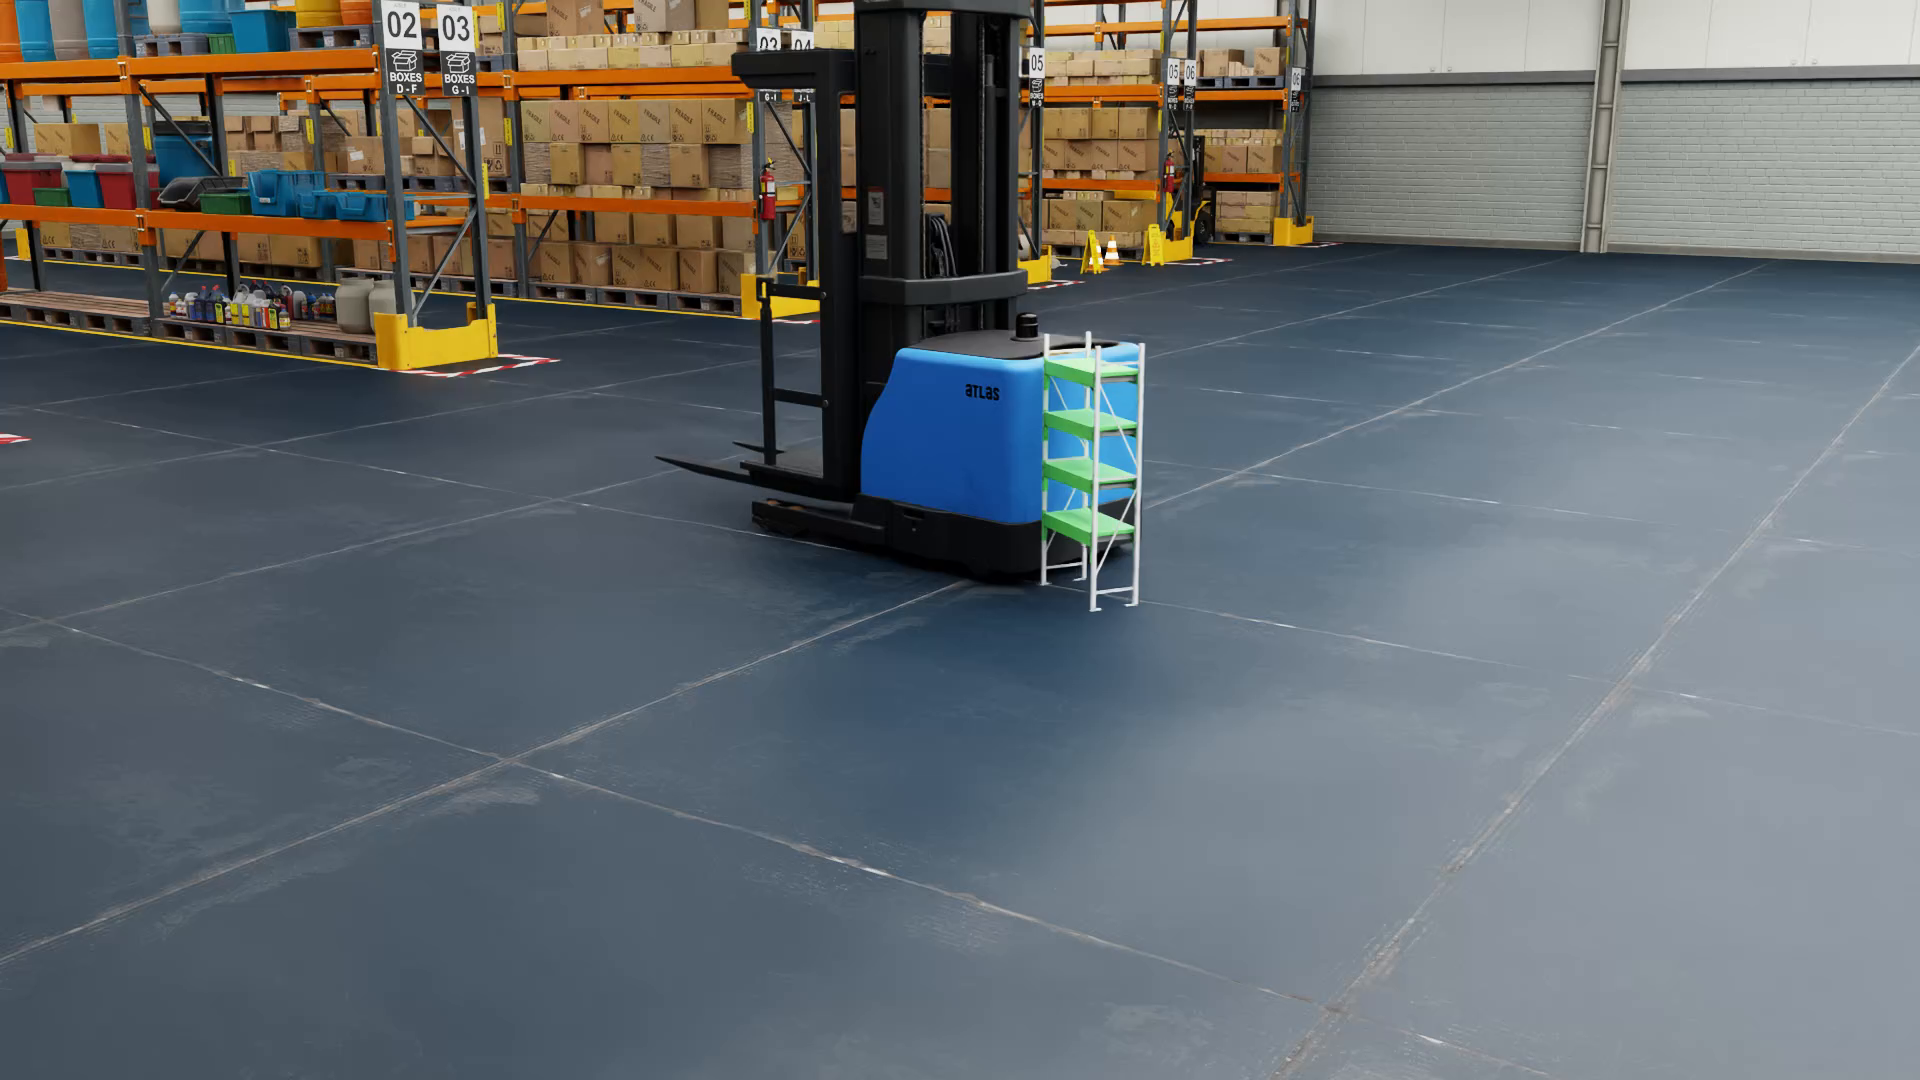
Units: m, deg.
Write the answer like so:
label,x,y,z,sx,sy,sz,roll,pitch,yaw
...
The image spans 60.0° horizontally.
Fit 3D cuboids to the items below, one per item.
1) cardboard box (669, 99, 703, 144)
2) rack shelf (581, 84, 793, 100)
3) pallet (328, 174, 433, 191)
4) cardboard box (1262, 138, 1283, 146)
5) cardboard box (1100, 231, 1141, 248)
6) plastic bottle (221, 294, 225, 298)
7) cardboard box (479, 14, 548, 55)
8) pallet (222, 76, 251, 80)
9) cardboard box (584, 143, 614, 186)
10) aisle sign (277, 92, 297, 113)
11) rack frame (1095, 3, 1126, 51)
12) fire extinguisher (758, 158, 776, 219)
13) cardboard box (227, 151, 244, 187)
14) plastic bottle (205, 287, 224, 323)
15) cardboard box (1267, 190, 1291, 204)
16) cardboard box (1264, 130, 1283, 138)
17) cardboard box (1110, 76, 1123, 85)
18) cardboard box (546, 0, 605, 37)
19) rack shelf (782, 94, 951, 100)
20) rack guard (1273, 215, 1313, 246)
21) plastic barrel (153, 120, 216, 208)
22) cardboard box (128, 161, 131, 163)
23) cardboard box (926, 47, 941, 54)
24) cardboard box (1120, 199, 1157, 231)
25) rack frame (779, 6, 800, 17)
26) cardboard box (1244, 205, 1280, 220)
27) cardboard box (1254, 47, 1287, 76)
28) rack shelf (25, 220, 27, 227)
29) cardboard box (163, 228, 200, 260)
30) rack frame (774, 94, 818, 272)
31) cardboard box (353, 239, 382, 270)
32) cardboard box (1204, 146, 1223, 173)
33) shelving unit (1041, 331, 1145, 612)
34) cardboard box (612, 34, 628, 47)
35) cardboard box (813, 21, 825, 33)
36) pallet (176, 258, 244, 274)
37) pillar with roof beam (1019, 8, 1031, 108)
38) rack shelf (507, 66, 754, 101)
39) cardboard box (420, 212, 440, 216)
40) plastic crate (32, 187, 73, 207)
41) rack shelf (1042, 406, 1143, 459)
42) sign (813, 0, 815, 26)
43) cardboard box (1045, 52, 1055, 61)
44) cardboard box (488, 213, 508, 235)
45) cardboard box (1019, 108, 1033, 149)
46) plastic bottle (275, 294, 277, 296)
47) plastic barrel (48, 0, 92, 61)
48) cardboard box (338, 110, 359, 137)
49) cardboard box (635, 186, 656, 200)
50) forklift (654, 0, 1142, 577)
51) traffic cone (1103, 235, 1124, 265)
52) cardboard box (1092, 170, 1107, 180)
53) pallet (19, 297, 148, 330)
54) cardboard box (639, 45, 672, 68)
label,x,y,z,sx,sy,sz,roll,pitch,yaw
cardboard box,-3.026,-4.877,19.375,0.500,0.500,0.500,9,17,33
rack shelf,-4.140,-6.995,26.094,4.000,0.370,1.077,9,17,33
pallet,-8.001,-5.014,23.234,1.003,0.211,1.213,9,17,33
cardboard box,5.840,-7.429,31.032,0.250,0.149,0.380,9,17,34
cardboard box,2.677,-5.011,27.674,0.500,0.250,0.500,9,17,33
plastic bottle,-7.471,-2.360,16.877,0.097,0.271,0.097,0,14,0
cardboard box,-5.667,-6.438,21.256,0.637,0.503,0.797,8,16,30
pallet,-10.145,-6.771,24.083,1.213,0.211,1.003,10,17,35
cardboard box,-4.127,-4.644,20.514,0.500,0.500,0.875,9,17,33
aisle sign,-12.666,-8.441,31.271,0.004,0.787,0.394,9,17,33
rack frame,2.965,-10.523,32.606,0.127,3.000,1.000,9,17,33
fire extinguisher,-2.176,-3.964,18.754,0.183,0.674,0.296,9,17,33
cardboard box,-10.464,-5.452,24.397,0.500,0.500,0.500,10,17,34
plastic bottle,-7.502,-2.369,16.747,0.185,0.351,0.144,8,16,30
cardboard box,5.991,-6.531,31.732,0.500,0.250,0.500,9,16,32
cardboard box,5.870,-7.588,31.058,0.250,0.149,0.380,9,17,33
cardboard box,2.639,-7.480,27.077,0.250,0.149,0.380,10,17,34
cardboard box,-4.817,-6.527,20.838,0.500,0.500,0.500,9,16,31
rack shelf,-1.461,-7.996,30.136,4.000,0.370,1.077,9,17,33
rack guard,6.304,-5.858,31.447,0.348,0.500,1.175,9,17,33
plastic barrel,-8.248,-4.013,17.748,0.708,0.901,0.600,9,17,33
cardboard box,-12.484,-5.796,25.689,0.500,0.250,0.500,9,16,32
cardboard box,-0.258,-6.750,23.045,0.250,0.149,0.380,9,17,33
cardboard box,2.982,-5.484,28.022,0.500,0.500,0.500,9,16,31
rack frame,-3.121,-10.069,30.773,0.127,3.000,1.000,9,17,33
cardboard box,5.706,-6.189,31.391,0.500,0.250,0.500,9,16,32
cardboard box,5.781,-8.842,30.768,0.500,0.500,0.500,10,17,35
rack shelf,-13.075,-4.113,20.692,4.000,0.370,1.077,9,17,33
cardboard box,-11.428,-4.808,25.553,0.875,0.875,1.225,9,17,33
rack frame,-2.480,-5.620,25.285,0.127,3.000,1.000,9,17,33
cardboard box,-8.084,-4.096,23.412,0.500,0.500,0.700,8,16,30
cardboard box,4.879,-7.277,31.769,0.500,0.500,0.500,9,16,32
shelving unit,0.600,-0.325,7.640,0.258,1.200,0.503,-6,15,-24
cardboard box,-3.899,-5.922,19.742,0.250,0.149,0.380,10,17,34
cardboard box,-1.946,-7.409,24.051,0.250,0.149,0.380,9,17,32
pallet,-11.288,-4.276,25.656,1.213,0.211,1.003,9,17,33
pillar with roof beam,-1.171,-10.206,31.325,0.400,9.000,9.100,9,17,33
rack shelf,-3.673,-5.484,19.987,4.000,0.370,1.077,9,17,33
cardboard box,-9.559,-5.798,29.823,0.250,0.149,0.380,10,17,34
plastic crate,-9.699,-3.732,18.097,0.662,0.188,0.450,9,17,33
rack shelf,0.600,-0.496,7.598,0.258,0.148,0.480,-6,15,-24
sign,-1.711,-6.097,19.149,0.005,0.325,0.100,9,17,33
cardboard box,1.614,-8.043,27.691,0.250,0.149,0.380,10,17,34
cardboard box,-7.771,-5.393,28.697,0.500,0.500,0.500,10,17,34
cardboard box,0.552,-5.738,23.202,0.550,0.550,0.875,9,17,33
plastic bottle,-7.084,-2.484,17.353,0.133,0.283,0.061,11,17,37
plastic barrel,-9.183,-5.469,17.389,0.600,0.901,0.600,0,14,0
cardboard box,-10.947,-7.586,30.320,0.500,0.500,0.500,9,16,31
cardboard box,-3.668,-4.164,19.924,0.250,0.149,0.380,9,17,33
forklift,-0.492,-1.523,8.875,3.031,2.935,1.130,12,19,41
traffic cone,2.441,-4.653,26.658,0.334,0.463,0.336,9,17,33
cardboard box,2.384,-6.049,27.539,0.250,0.149,0.380,10,17,34
pallet,-9.787,-2.565,18.745,1.213,0.211,1.003,9,17,33
cardboard box,-3.392,-5.642,19.444,0.500,0.250,0.500,10,17,34
